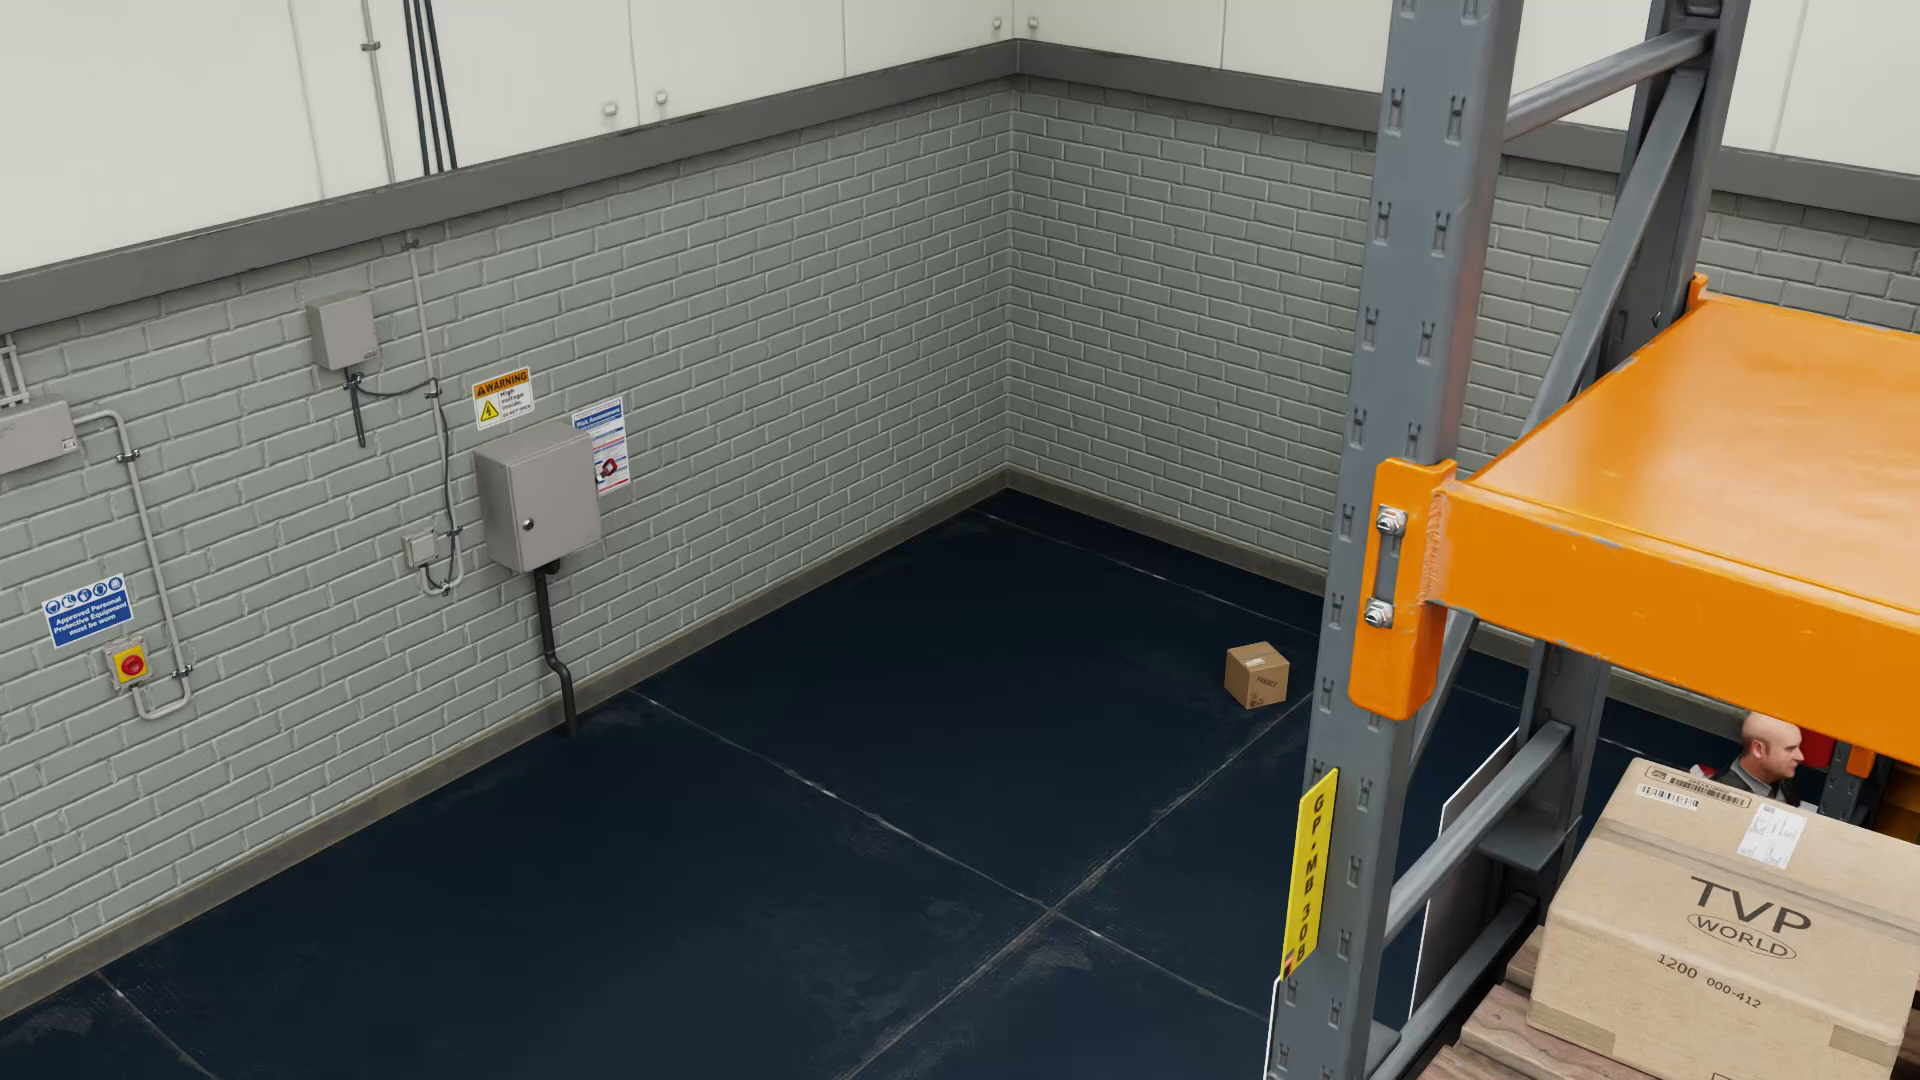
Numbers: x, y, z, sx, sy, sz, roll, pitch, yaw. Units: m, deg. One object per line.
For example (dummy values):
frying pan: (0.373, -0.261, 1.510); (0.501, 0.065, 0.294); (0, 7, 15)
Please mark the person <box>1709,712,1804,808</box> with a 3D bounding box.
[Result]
person: (2.914, 1.424, 6.267); (0.577, 1.734, 0.481); (-17, 32, -30)
